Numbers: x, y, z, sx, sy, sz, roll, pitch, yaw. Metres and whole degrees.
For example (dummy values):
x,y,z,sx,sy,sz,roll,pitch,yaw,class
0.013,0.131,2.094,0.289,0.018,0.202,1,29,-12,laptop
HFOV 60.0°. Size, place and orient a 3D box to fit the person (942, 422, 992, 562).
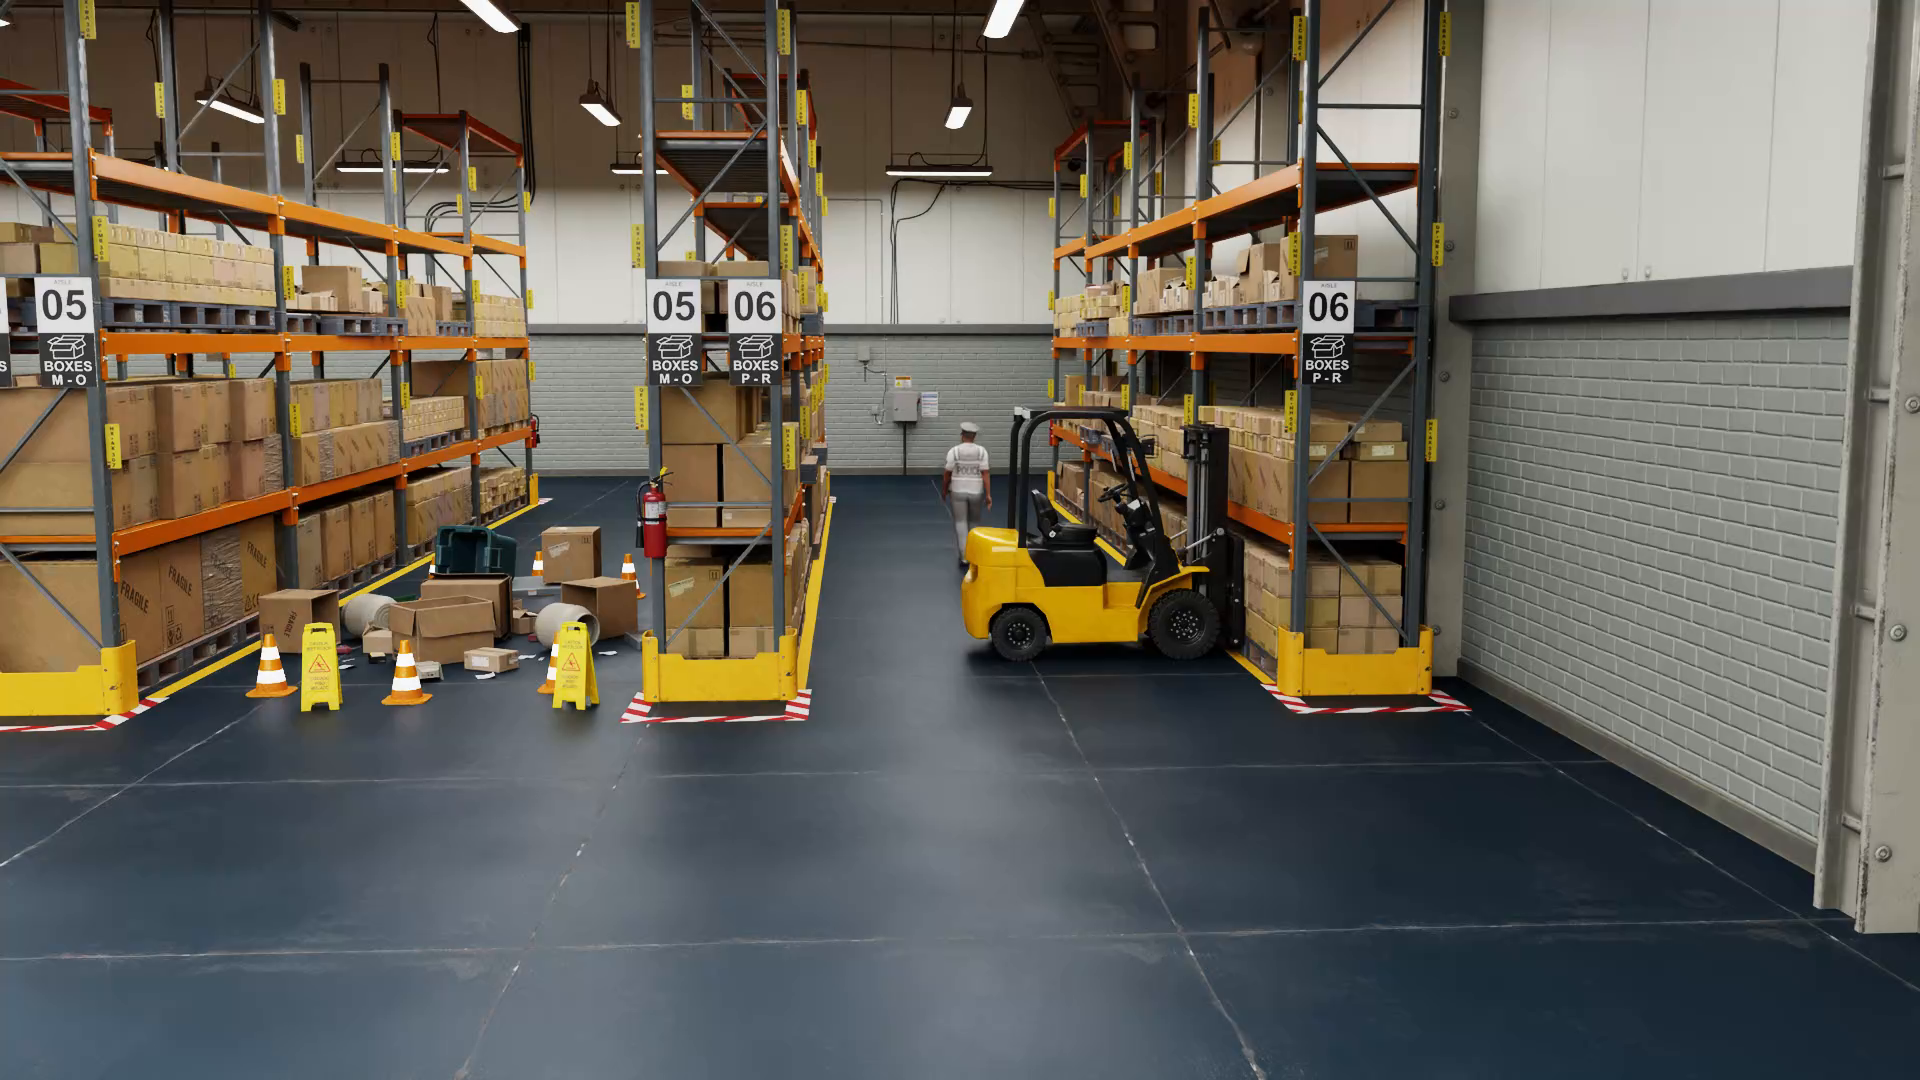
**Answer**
x,y,z,sx,sy,sz,roll,pitch,yaw,class
0.060,-0.616,20.695,0.576,1.718,0.989,-1,7,-11,person
